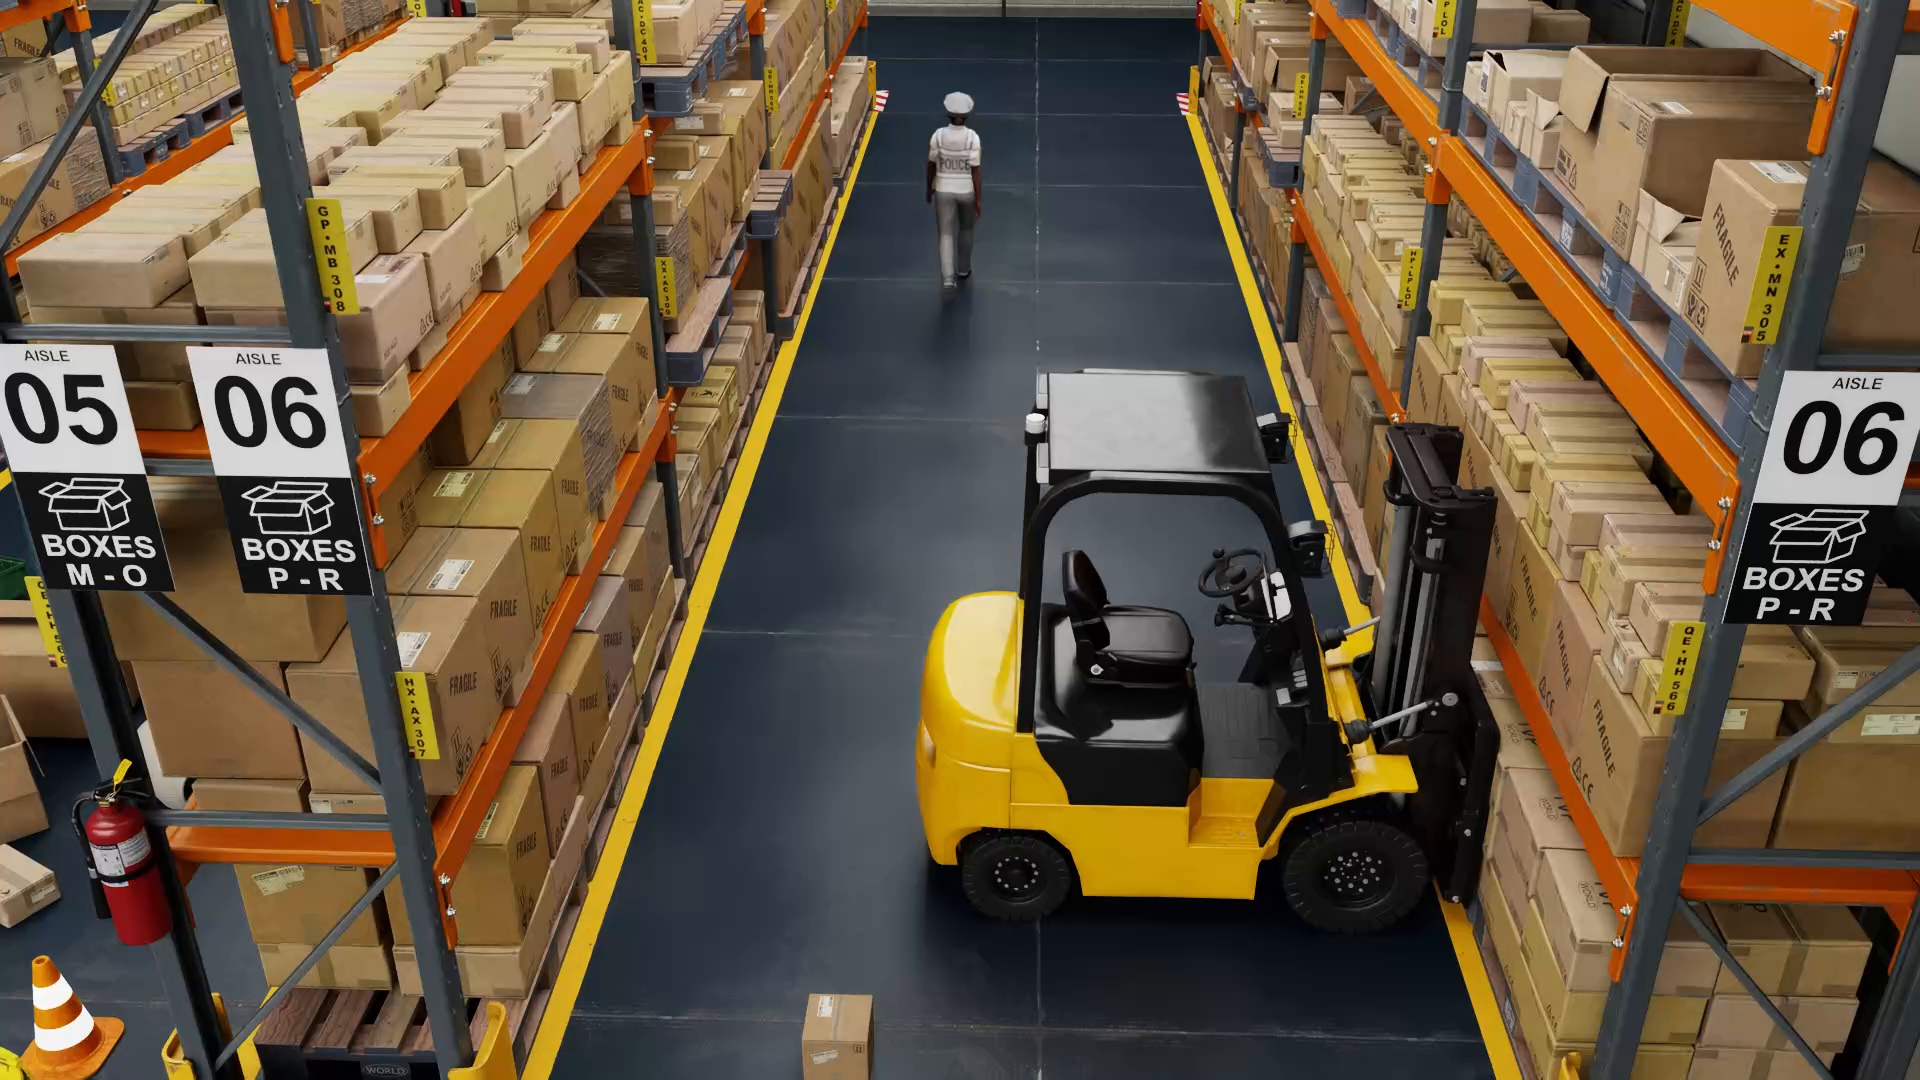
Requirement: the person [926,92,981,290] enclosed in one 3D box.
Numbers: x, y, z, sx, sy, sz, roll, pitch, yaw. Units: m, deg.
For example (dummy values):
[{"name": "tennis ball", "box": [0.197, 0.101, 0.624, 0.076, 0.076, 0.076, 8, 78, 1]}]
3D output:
[{"name": "person", "box": [-0.056, -2.967, 14.128, 0.476, 1.649, 0.953, 0, 28, 1]}]
